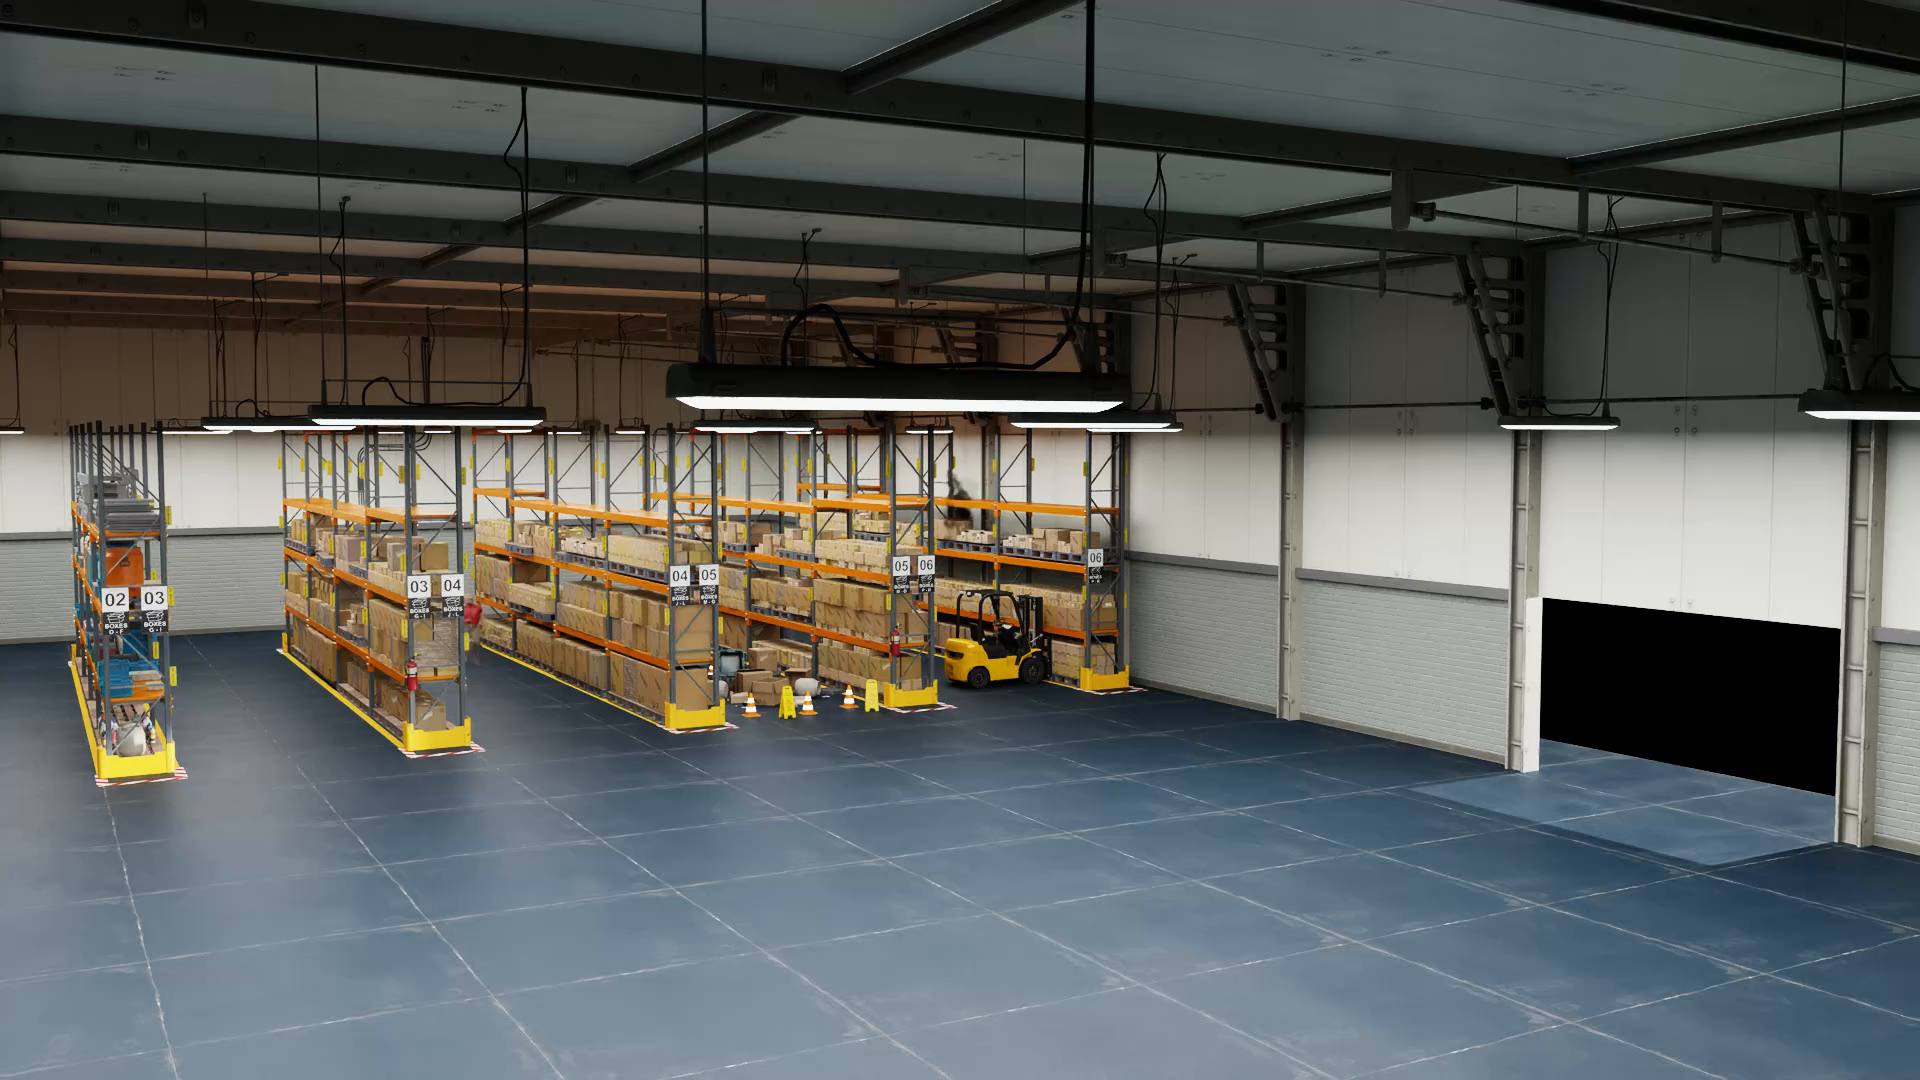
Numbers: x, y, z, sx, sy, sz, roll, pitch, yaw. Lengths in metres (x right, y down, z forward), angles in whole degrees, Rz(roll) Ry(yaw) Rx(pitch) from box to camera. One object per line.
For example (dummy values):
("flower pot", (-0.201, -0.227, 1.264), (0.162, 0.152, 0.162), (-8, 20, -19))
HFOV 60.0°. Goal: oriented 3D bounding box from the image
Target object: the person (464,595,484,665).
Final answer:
("person", (-12.327, 2.294, 41.923), (0.683, 1.821, 0.783), (-2, 4, -28))
